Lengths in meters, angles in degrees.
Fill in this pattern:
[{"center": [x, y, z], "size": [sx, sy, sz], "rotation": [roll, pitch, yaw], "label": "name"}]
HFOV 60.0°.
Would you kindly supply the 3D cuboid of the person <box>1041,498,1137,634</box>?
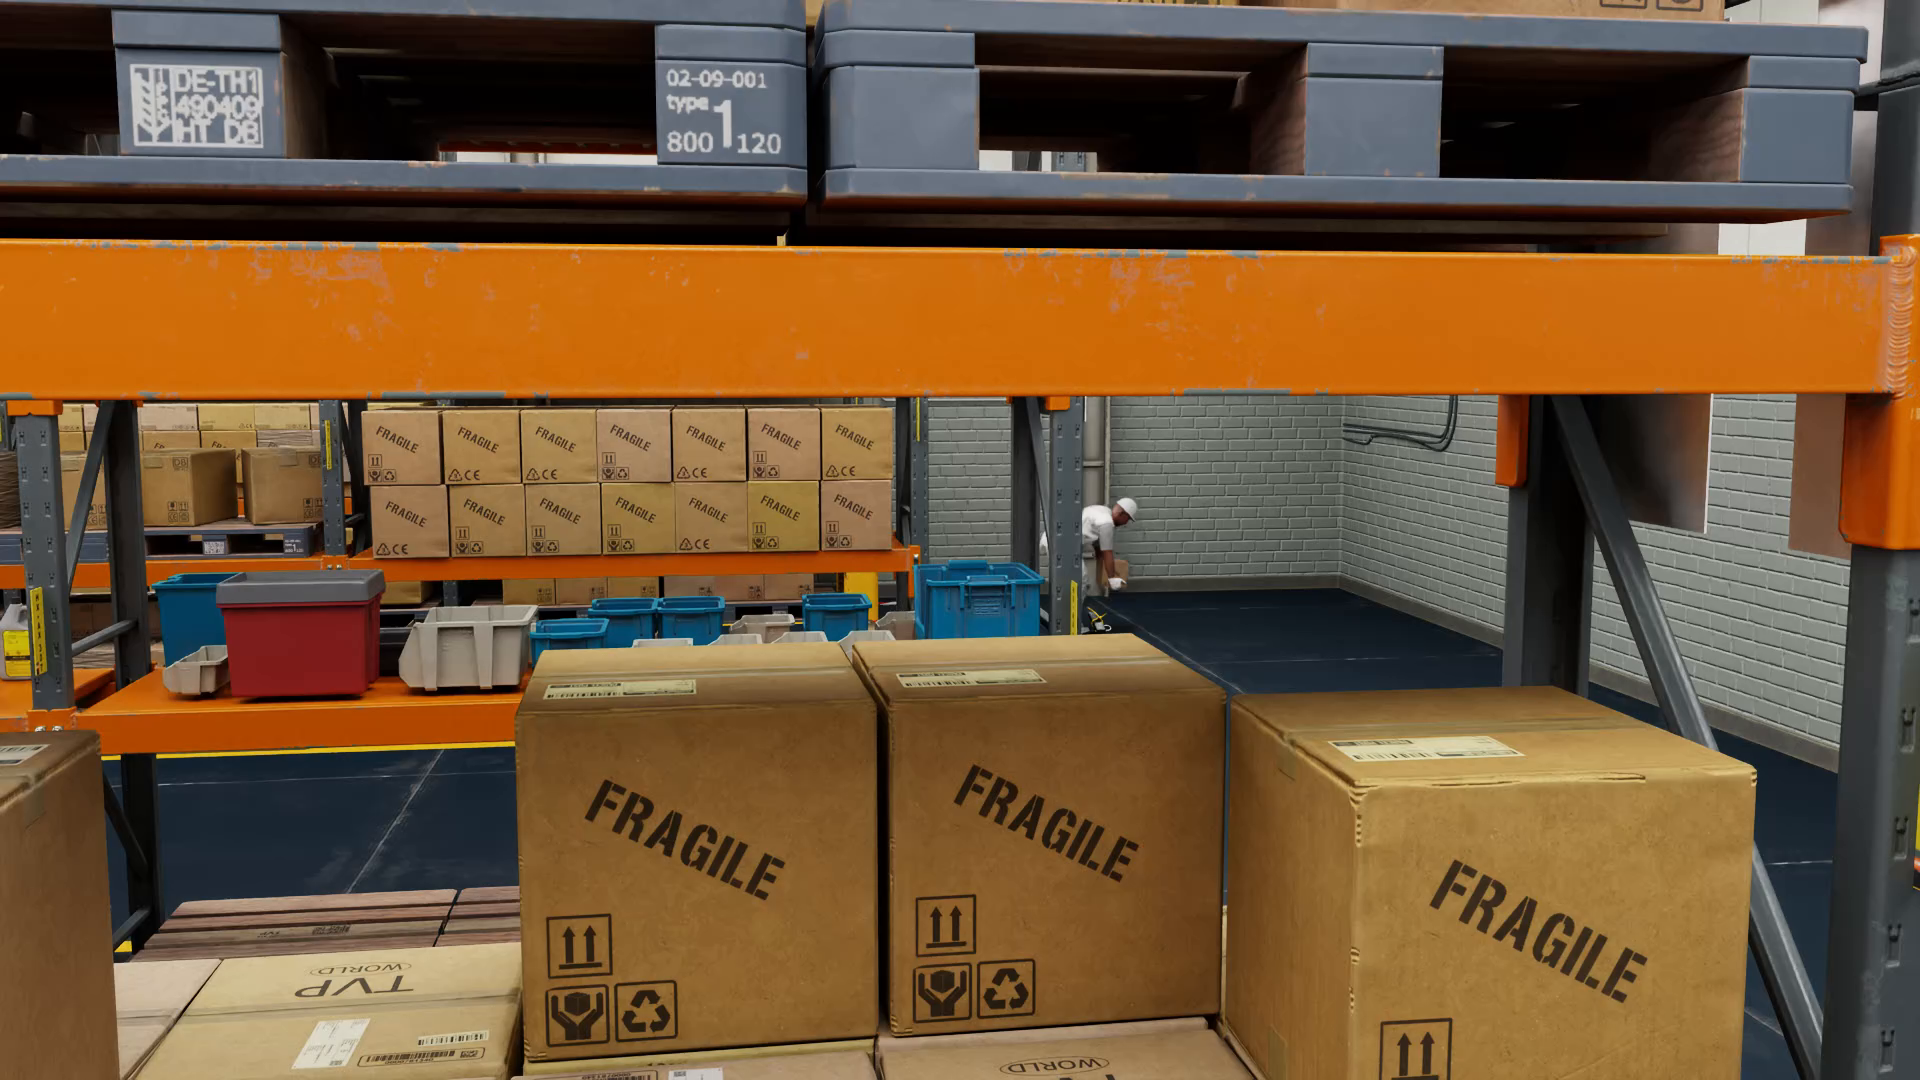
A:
[{"center": [1.262, 0.242, 16.145], "size": [0.938, 1.293, 0.507], "rotation": [-1, 7, -11], "label": "person"}]
